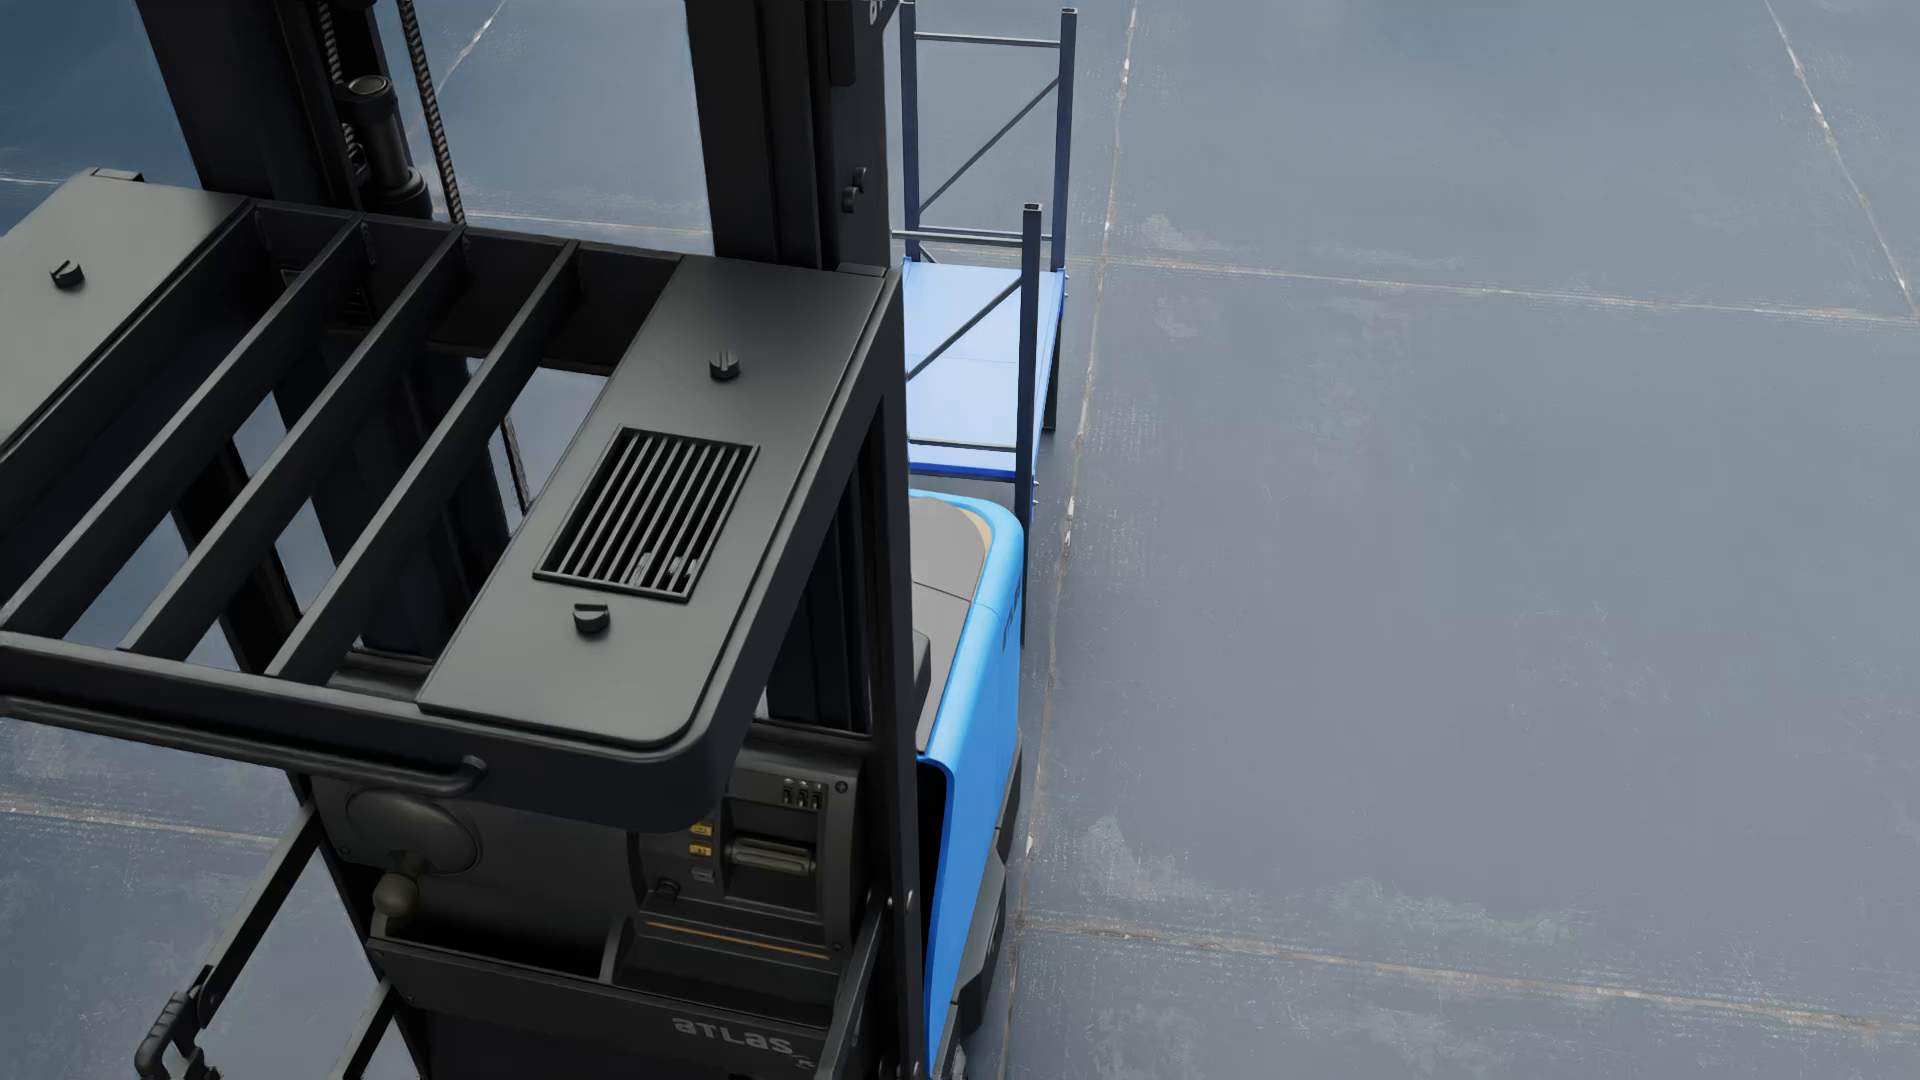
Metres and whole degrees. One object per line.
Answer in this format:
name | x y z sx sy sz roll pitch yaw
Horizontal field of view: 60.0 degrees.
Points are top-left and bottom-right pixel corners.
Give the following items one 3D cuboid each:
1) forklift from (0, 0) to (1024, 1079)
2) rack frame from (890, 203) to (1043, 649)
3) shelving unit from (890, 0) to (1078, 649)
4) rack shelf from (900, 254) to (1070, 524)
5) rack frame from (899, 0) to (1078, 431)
forklift | -0.662 0.550 2.537 1.130 2.935 3.031 9 44 9
rack frame | -0.056 -0.256 4.430 0.500 1.500 0.032 5 44 6
shelving unit | 0.011 -0.603 4.796 0.538 1.500 1.048 5 44 6
rack shelf | 0.011 -0.472 4.919 0.538 0.185 1.000 5 44 6
rack frame | 0.078 -0.949 5.162 0.500 1.500 0.032 5 44 6
